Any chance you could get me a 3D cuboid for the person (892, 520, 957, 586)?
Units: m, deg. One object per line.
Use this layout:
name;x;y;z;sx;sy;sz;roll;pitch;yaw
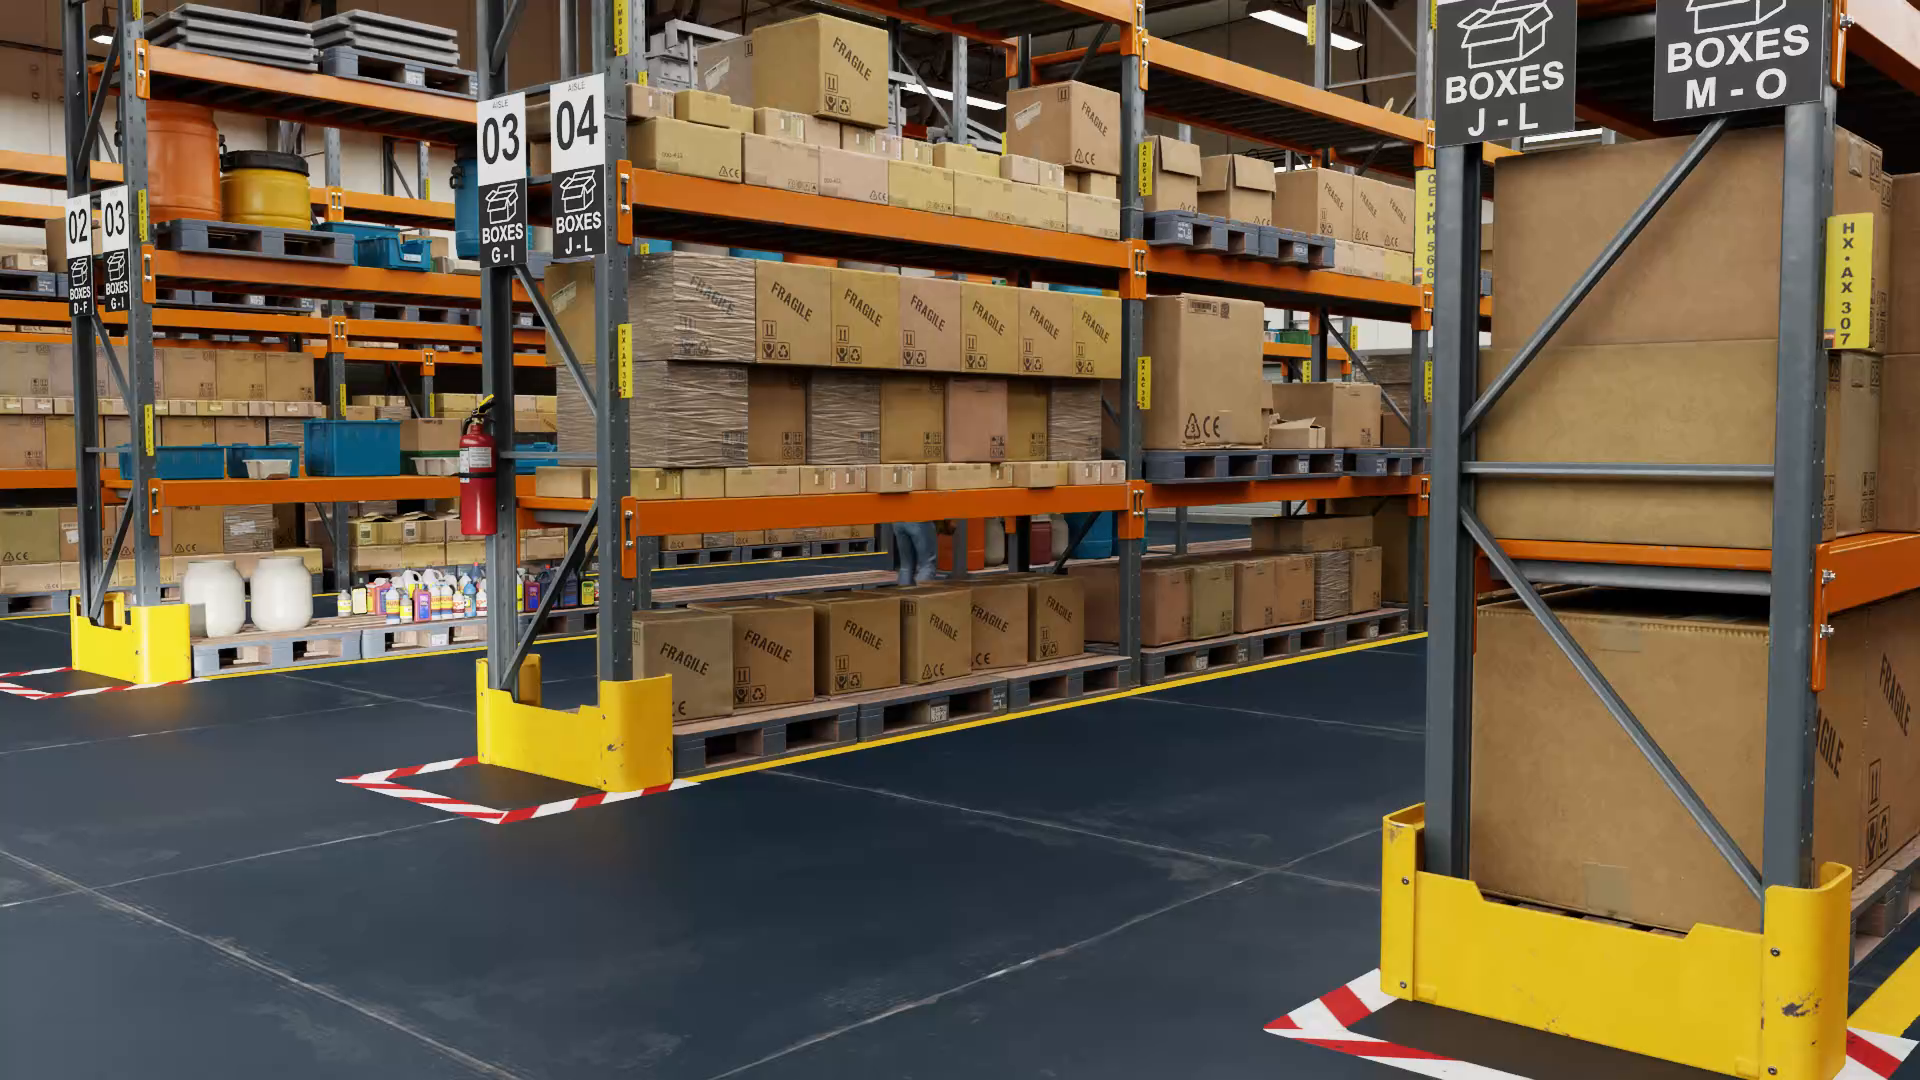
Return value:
person;-0.340;-0.152;14.396;0.498;1.718;0.611;3;5;40
